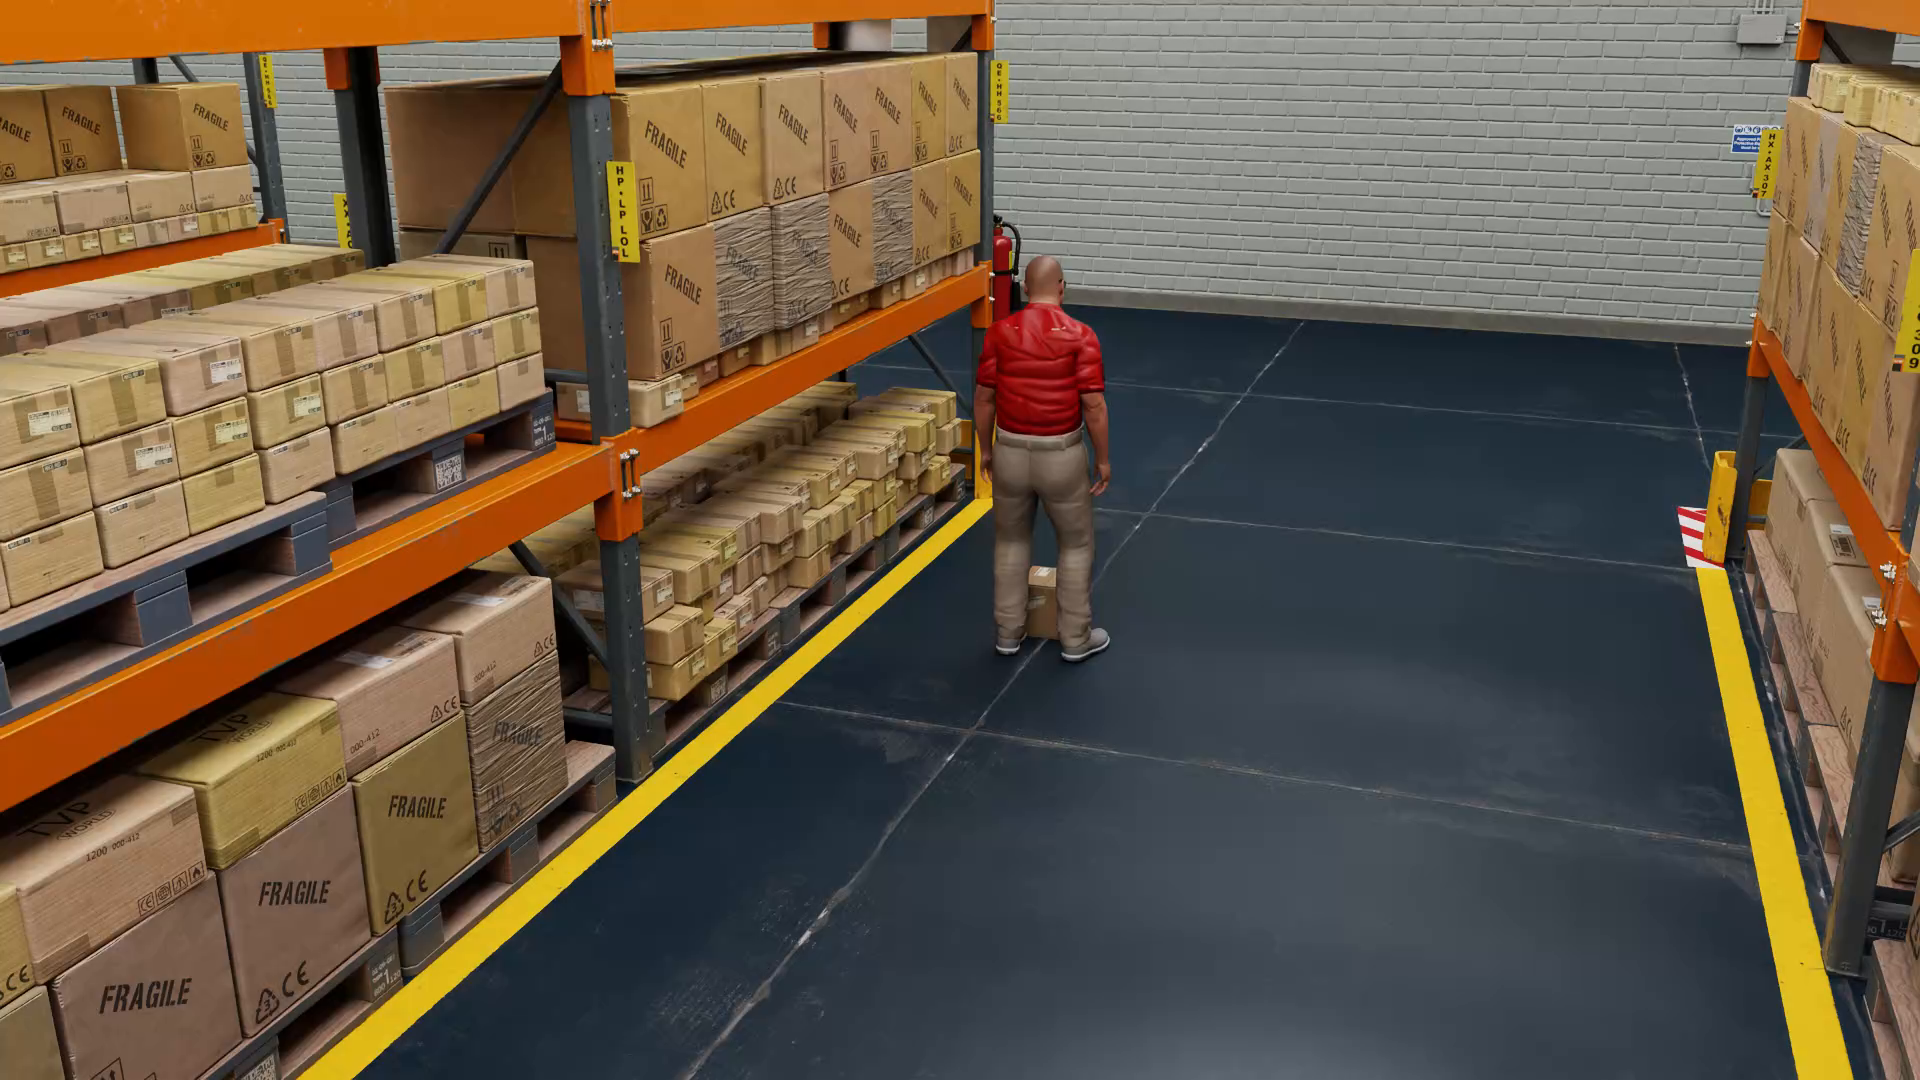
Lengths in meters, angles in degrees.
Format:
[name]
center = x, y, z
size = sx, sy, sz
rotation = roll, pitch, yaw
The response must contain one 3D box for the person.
[person]
center = 0.352, -0.338, 7.091
size = 0.587, 1.727, 0.398
rotation = 6, 20, 18
